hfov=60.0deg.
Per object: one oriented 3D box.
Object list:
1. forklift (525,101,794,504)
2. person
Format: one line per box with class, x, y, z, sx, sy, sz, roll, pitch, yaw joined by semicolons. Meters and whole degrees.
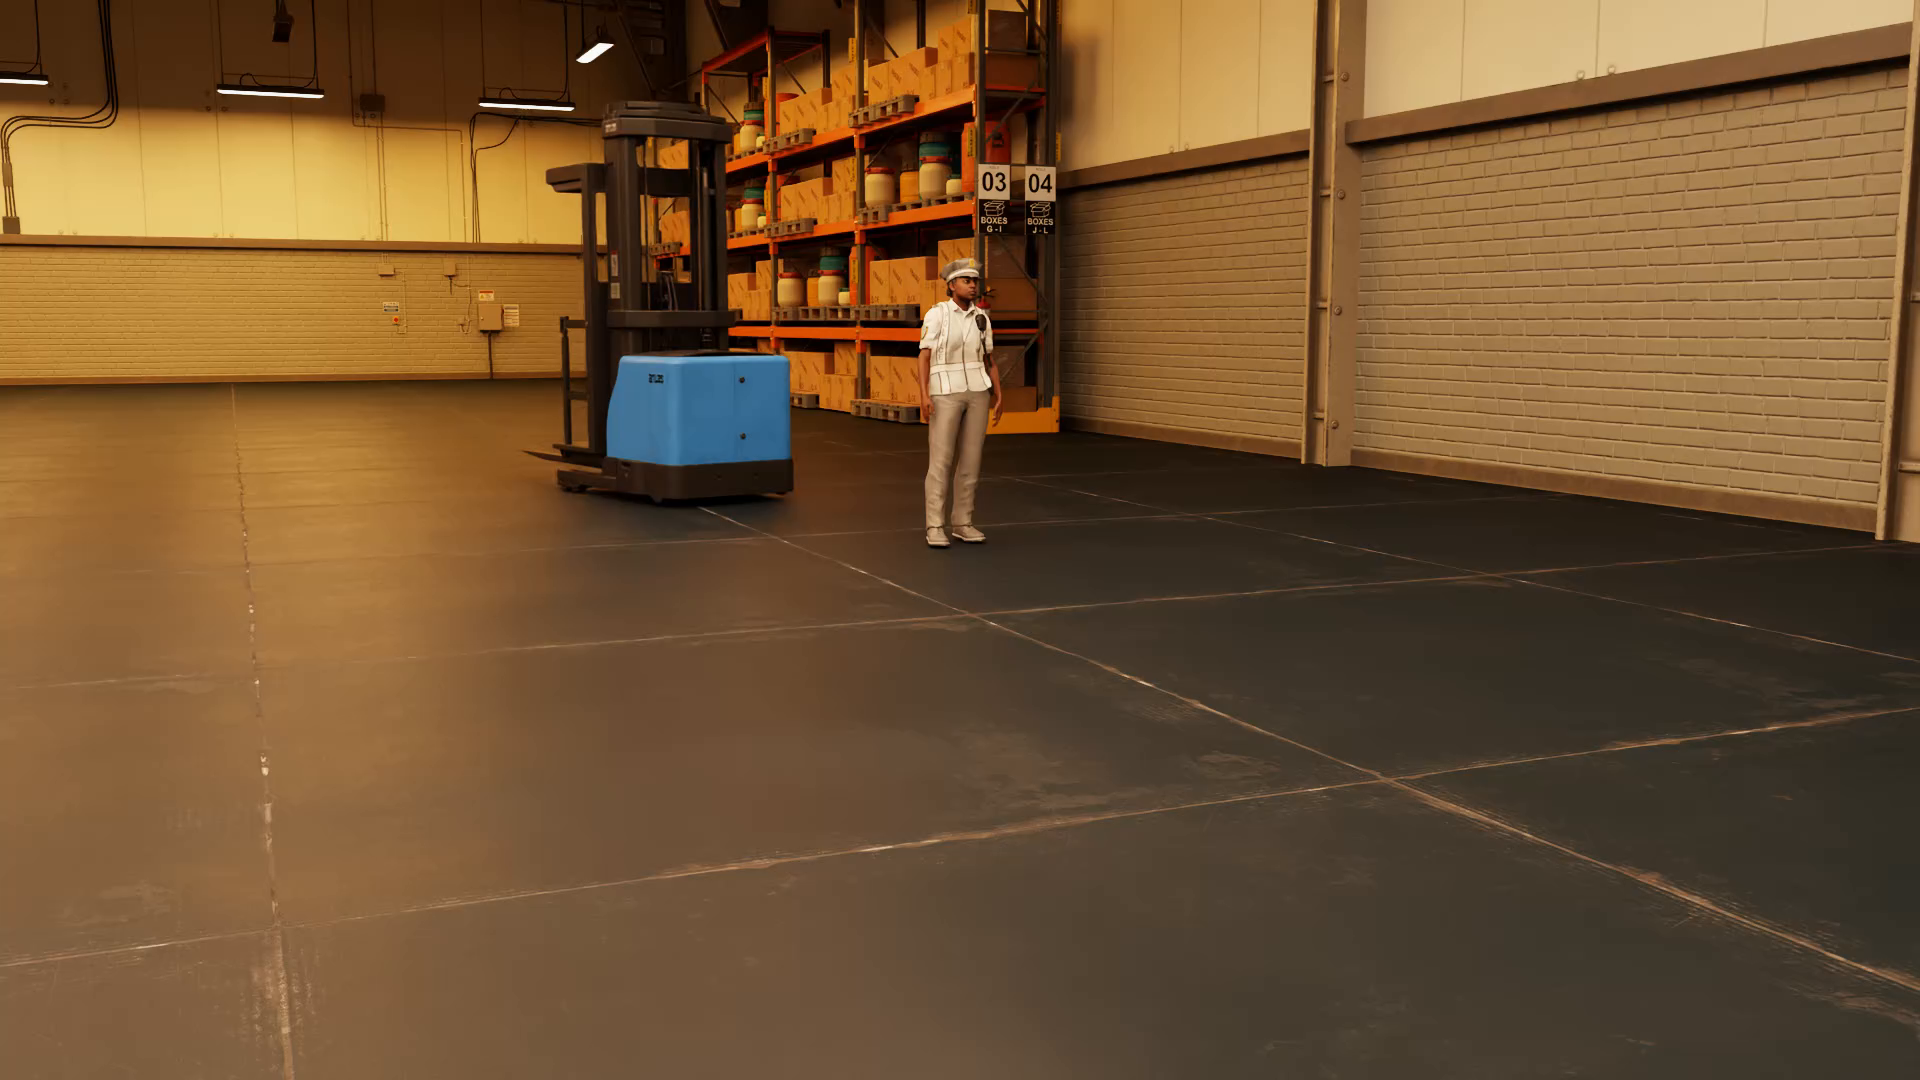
forklift;-2.535;-1.862;13.063;1.130;2.935;3.031;-6;9;-37
person;0.012;-0.837;9.966;0.569;1.695;0.528;-3;8;-23
